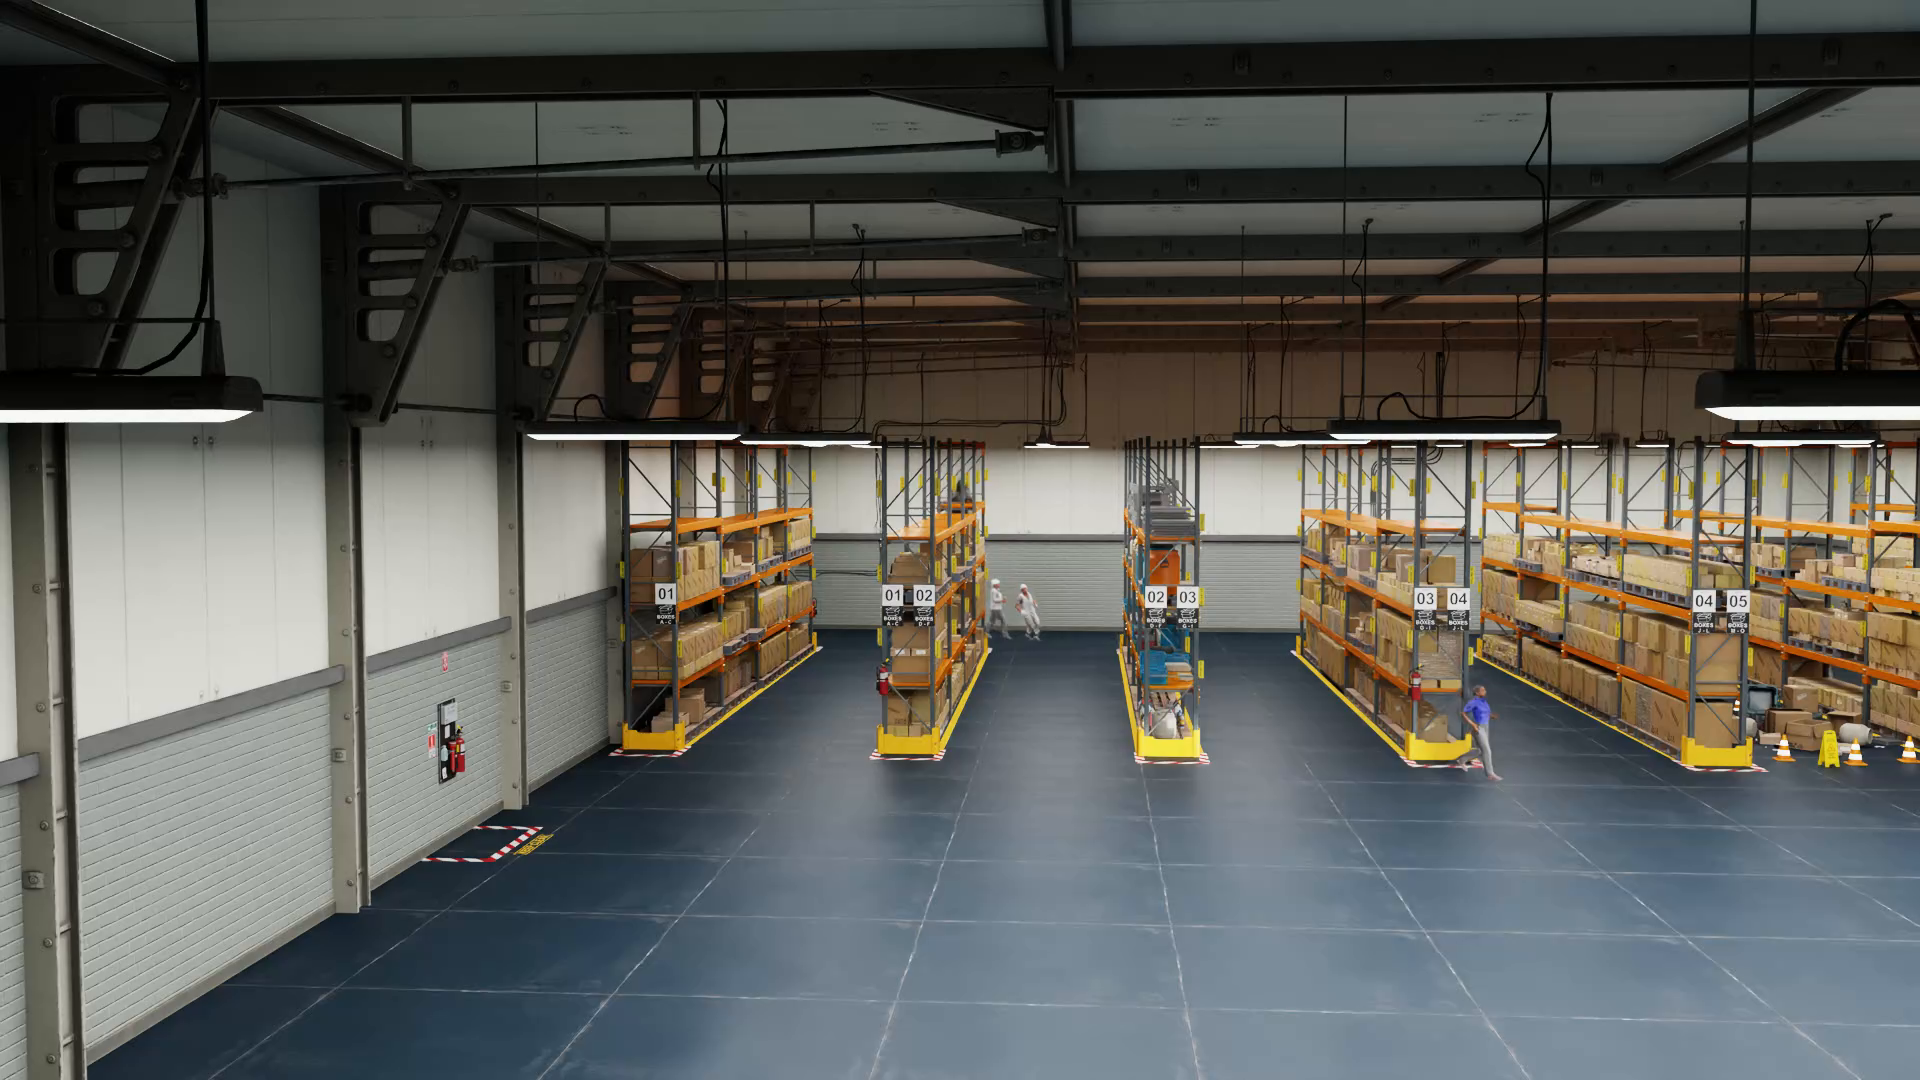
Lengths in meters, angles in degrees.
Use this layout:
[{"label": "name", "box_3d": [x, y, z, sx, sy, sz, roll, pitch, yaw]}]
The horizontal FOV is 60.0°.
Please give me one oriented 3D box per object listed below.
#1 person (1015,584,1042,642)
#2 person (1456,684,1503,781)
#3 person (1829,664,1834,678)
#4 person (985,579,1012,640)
[{"label": "person", "box_3d": [1.928, 2.088, 47.464, 0.723, 1.676, 0.577, -2, 4, -33]}, {"label": "person", "box_3d": [9.053, 3.334, 29.011, 0.919, 1.632, 0.583, 3, 4, 43]}, {"label": "person", "box_3d": [21.005, 2.692, 40.341, 0.687, 1.738, 0.551, 0, 3, 5]}, {"label": "person", "box_3d": [1.085, 2.019, 48.326, 0.815, 1.798, 0.672, 1, 3, 12]}]
